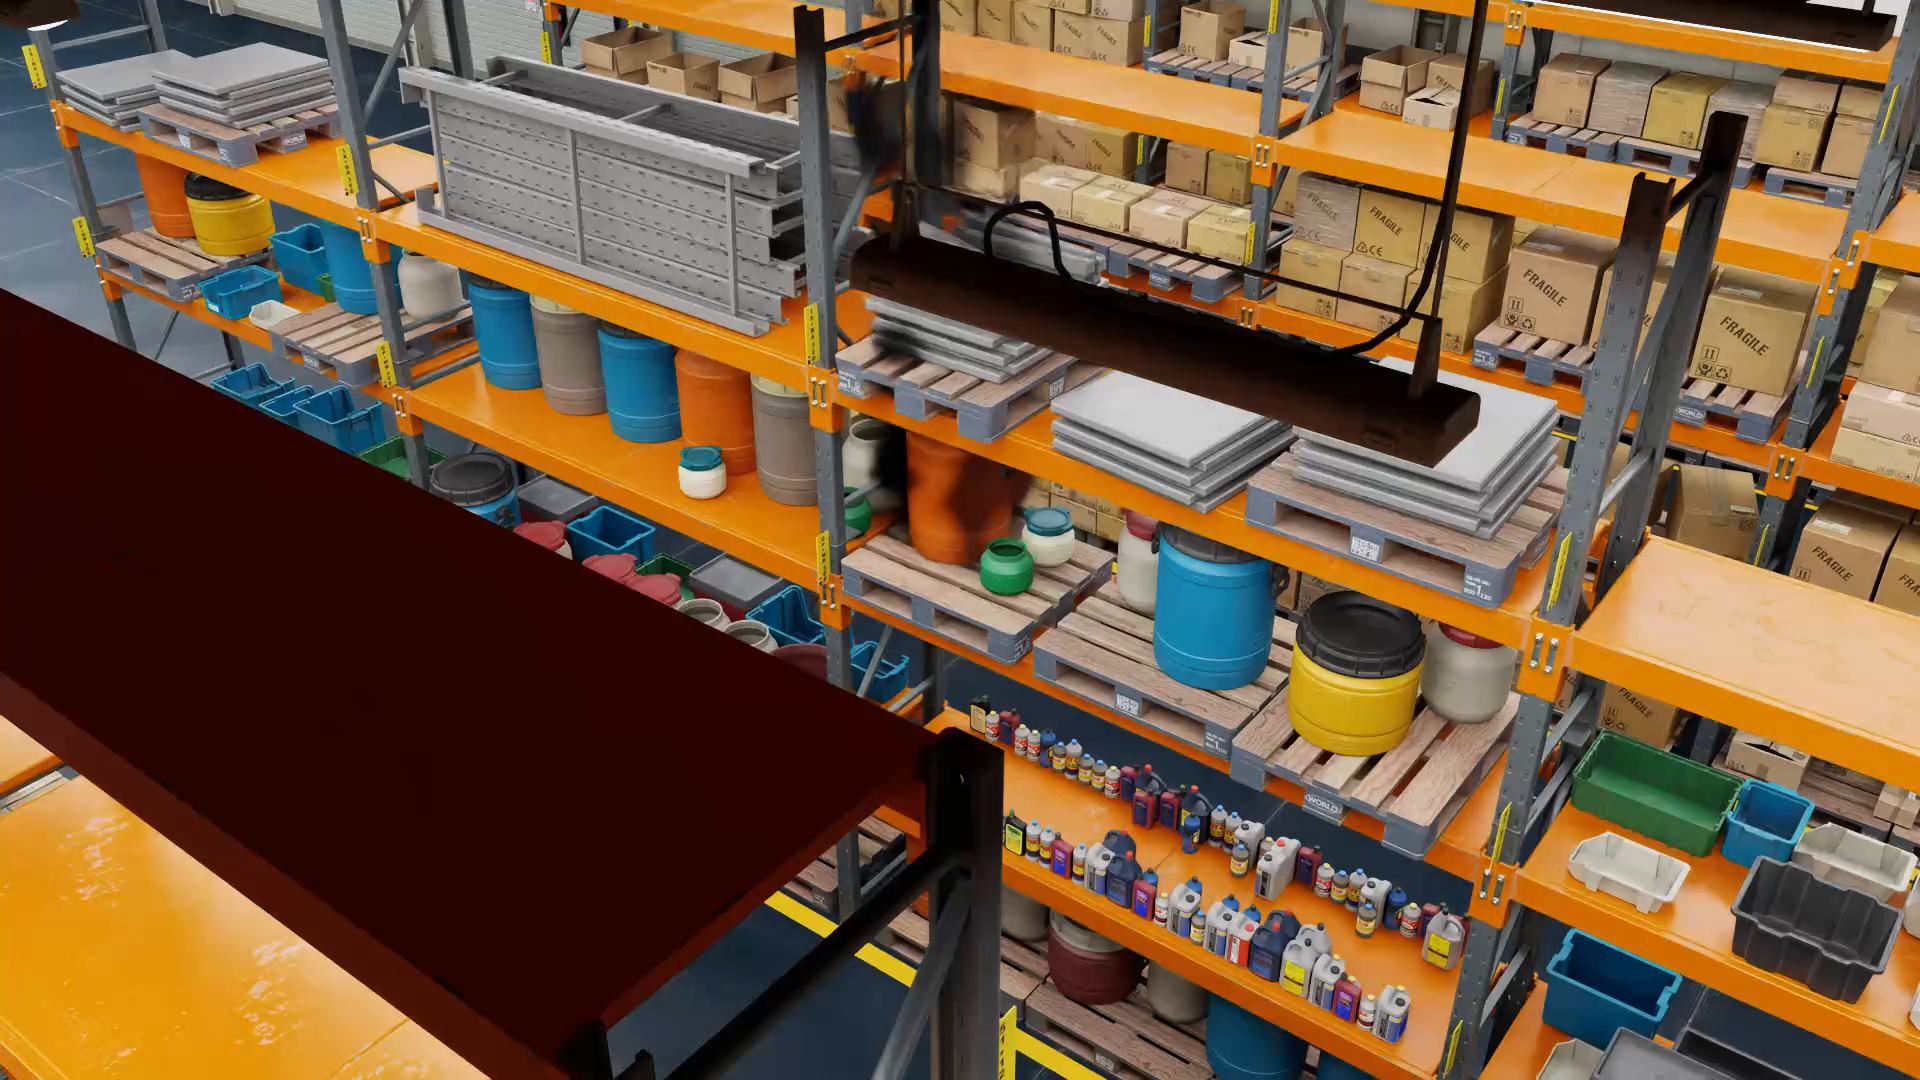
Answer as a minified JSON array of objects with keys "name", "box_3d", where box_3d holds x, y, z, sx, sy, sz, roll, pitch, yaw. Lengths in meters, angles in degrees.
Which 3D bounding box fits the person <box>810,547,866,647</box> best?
[{"name":"person","box_3d":[-0.946,0.421,13.000,0.575,1.652,0.571,20,37,30]}]
